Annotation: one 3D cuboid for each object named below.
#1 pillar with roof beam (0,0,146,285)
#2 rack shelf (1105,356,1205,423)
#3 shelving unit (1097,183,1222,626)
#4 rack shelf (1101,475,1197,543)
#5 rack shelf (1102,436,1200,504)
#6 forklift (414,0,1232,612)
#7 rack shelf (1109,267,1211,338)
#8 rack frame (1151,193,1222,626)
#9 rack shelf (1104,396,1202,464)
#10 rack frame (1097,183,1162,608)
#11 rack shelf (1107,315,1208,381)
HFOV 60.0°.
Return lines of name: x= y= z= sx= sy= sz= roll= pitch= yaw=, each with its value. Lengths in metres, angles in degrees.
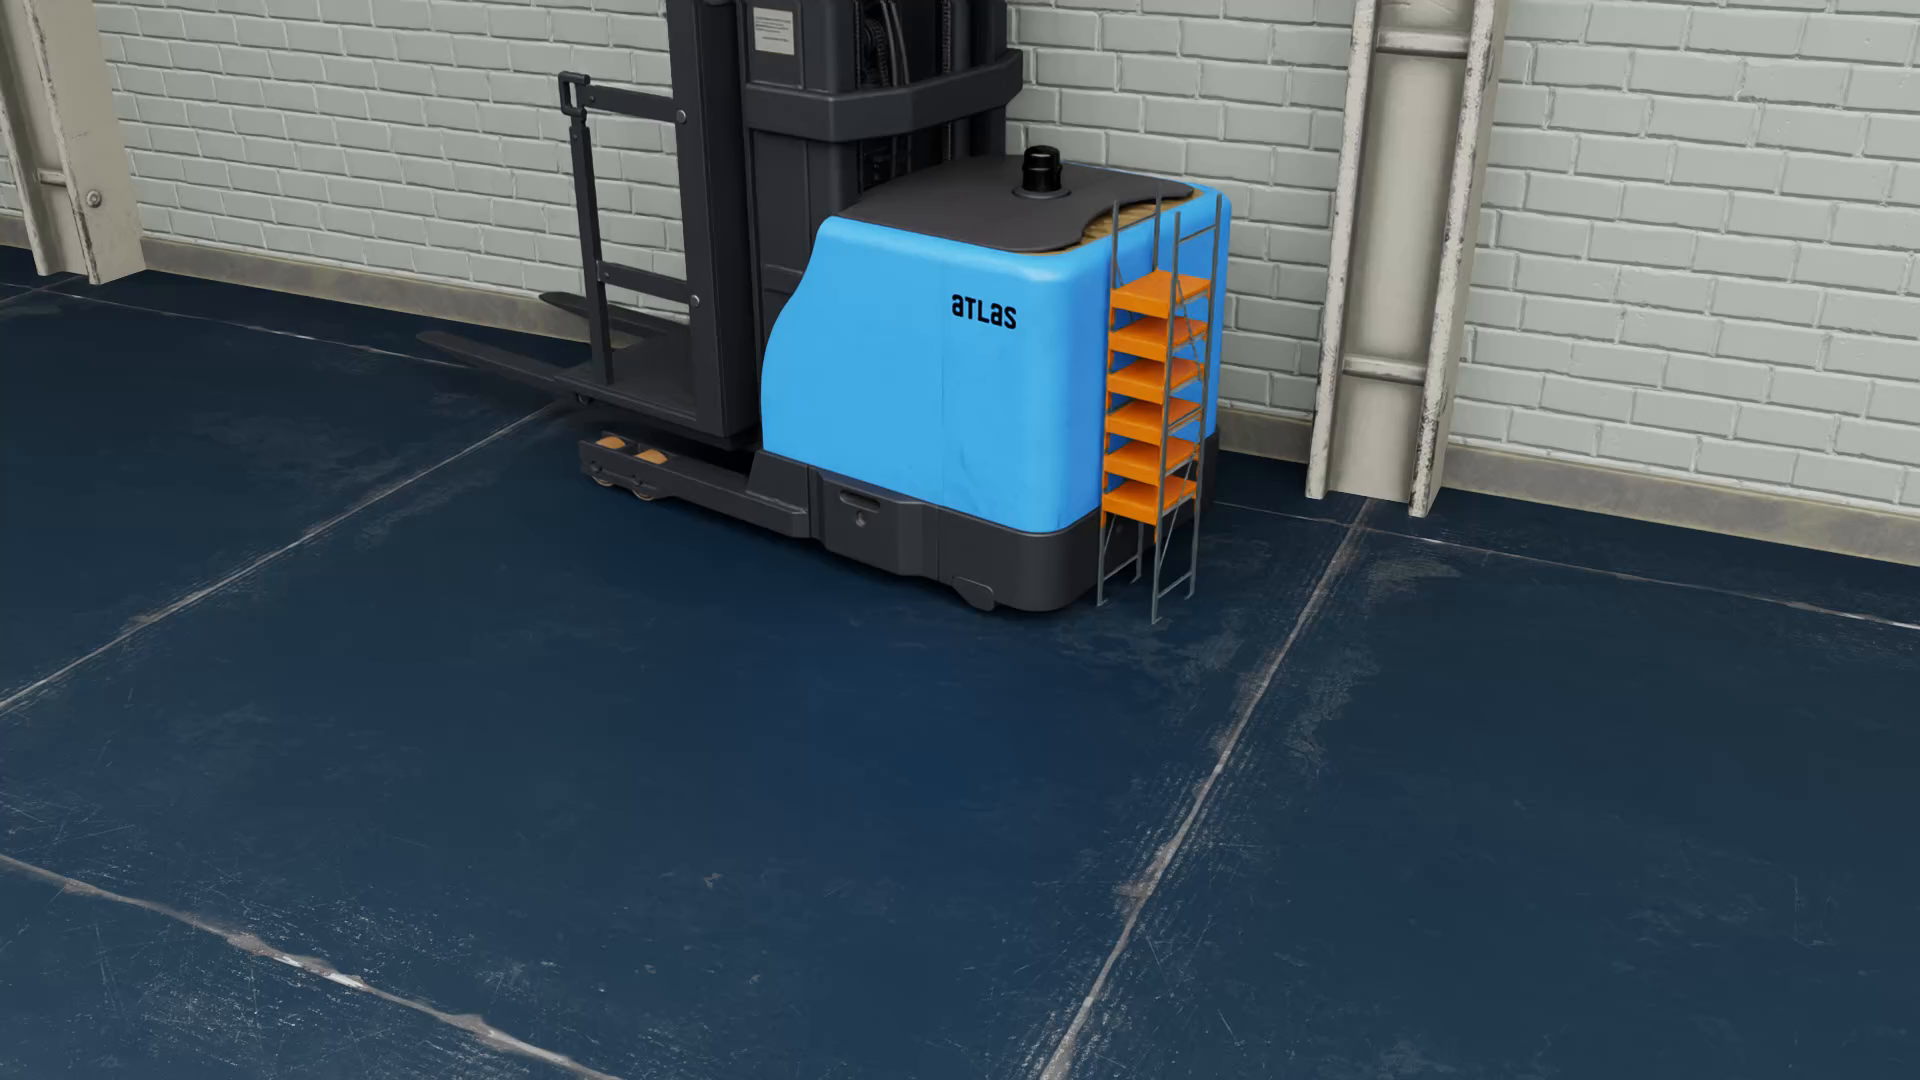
pillar with roof beam: x=-5.851 y=-3.573 z=2.320 sx=0.400 sy=9.000 sz=9.100 roll=11 pitch=28 yaw=22
rack shelf: x=0.546 y=-0.427 z=4.589 sx=0.180 sy=0.103 sz=0.258 roll=18 pitch=31 yaw=32
shelving unit: x=0.546 y=-0.360 z=4.622 sx=0.189 sy=1.200 sz=0.258 roll=18 pitch=31 yaw=32
rack shelf: x=0.546 y=-0.104 z=4.748 sx=0.180 sy=0.103 sz=0.258 roll=18 pitch=31 yaw=32
rack shelf: x=0.546 y=-0.212 z=4.695 sx=0.180 sy=0.103 sz=0.258 roll=18 pitch=31 yaw=32
forklift: x=-0.664 y=-1.613 z=5.209 sx=3.031 sy=2.935 sz=1.130 roll=18 pitch=31 yaw=32
rack shelf: x=0.546 y=-0.643 z=4.483 sx=0.180 sy=0.103 sz=0.258 roll=18 pitch=31 yaw=32
rack frame: x=0.620 y=-0.336 z=4.573 sx=0.006 sy=1.200 sz=0.240 roll=18 pitch=31 yaw=32
rack shelf: x=0.546 y=-0.320 z=4.642 sx=0.180 sy=0.103 sz=0.258 roll=18 pitch=31 yaw=32
rack frame: x=0.472 y=-0.384 z=4.671 sx=0.006 sy=1.200 sz=0.240 roll=18 pitch=31 yaw=32
rack shelf: x=0.546 y=-0.535 z=4.536 sx=0.180 sy=0.103 sz=0.258 roll=18 pitch=31 yaw=32
